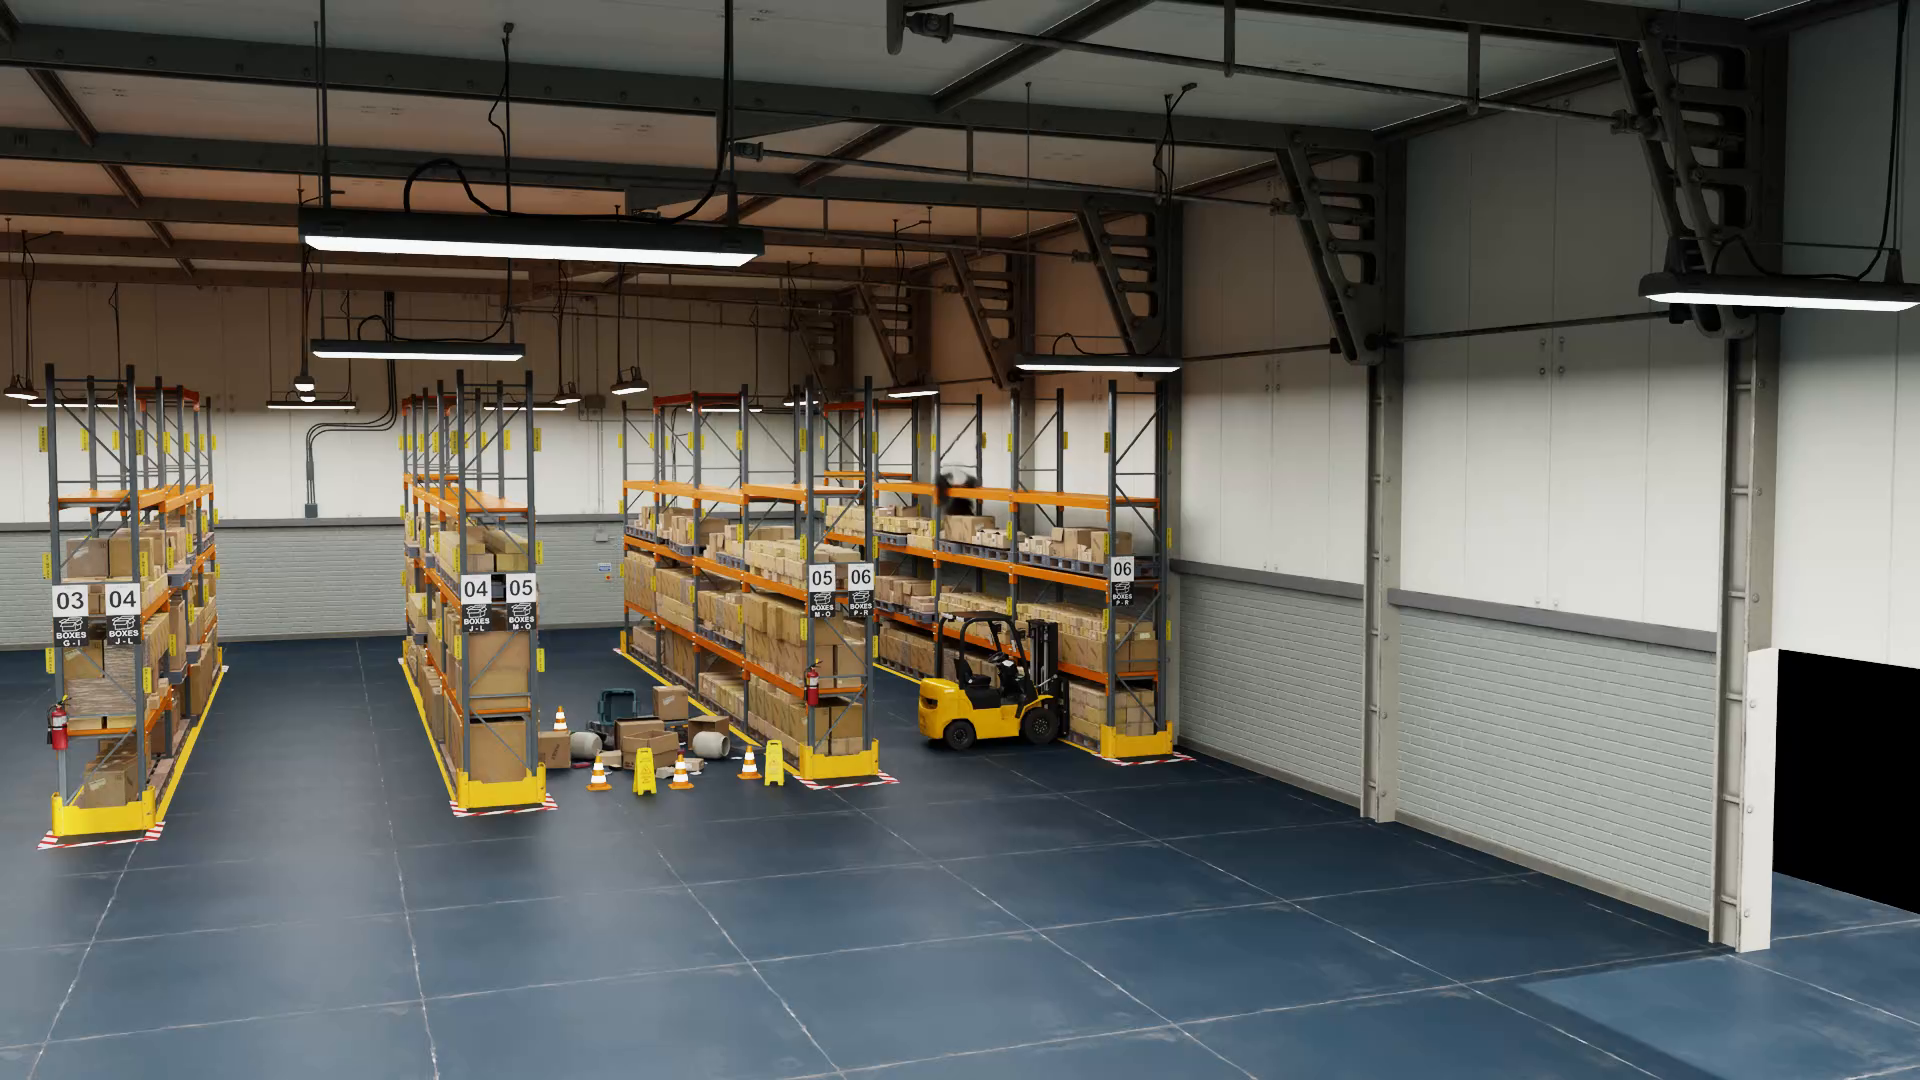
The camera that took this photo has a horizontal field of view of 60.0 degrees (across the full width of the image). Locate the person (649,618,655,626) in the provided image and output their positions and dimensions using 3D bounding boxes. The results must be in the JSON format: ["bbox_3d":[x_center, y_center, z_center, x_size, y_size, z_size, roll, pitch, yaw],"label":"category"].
[{"bbox_3d":[-7.570,1.686,41.250,0.993,1.746,0.709,2,4,24],"label":"person"}]
